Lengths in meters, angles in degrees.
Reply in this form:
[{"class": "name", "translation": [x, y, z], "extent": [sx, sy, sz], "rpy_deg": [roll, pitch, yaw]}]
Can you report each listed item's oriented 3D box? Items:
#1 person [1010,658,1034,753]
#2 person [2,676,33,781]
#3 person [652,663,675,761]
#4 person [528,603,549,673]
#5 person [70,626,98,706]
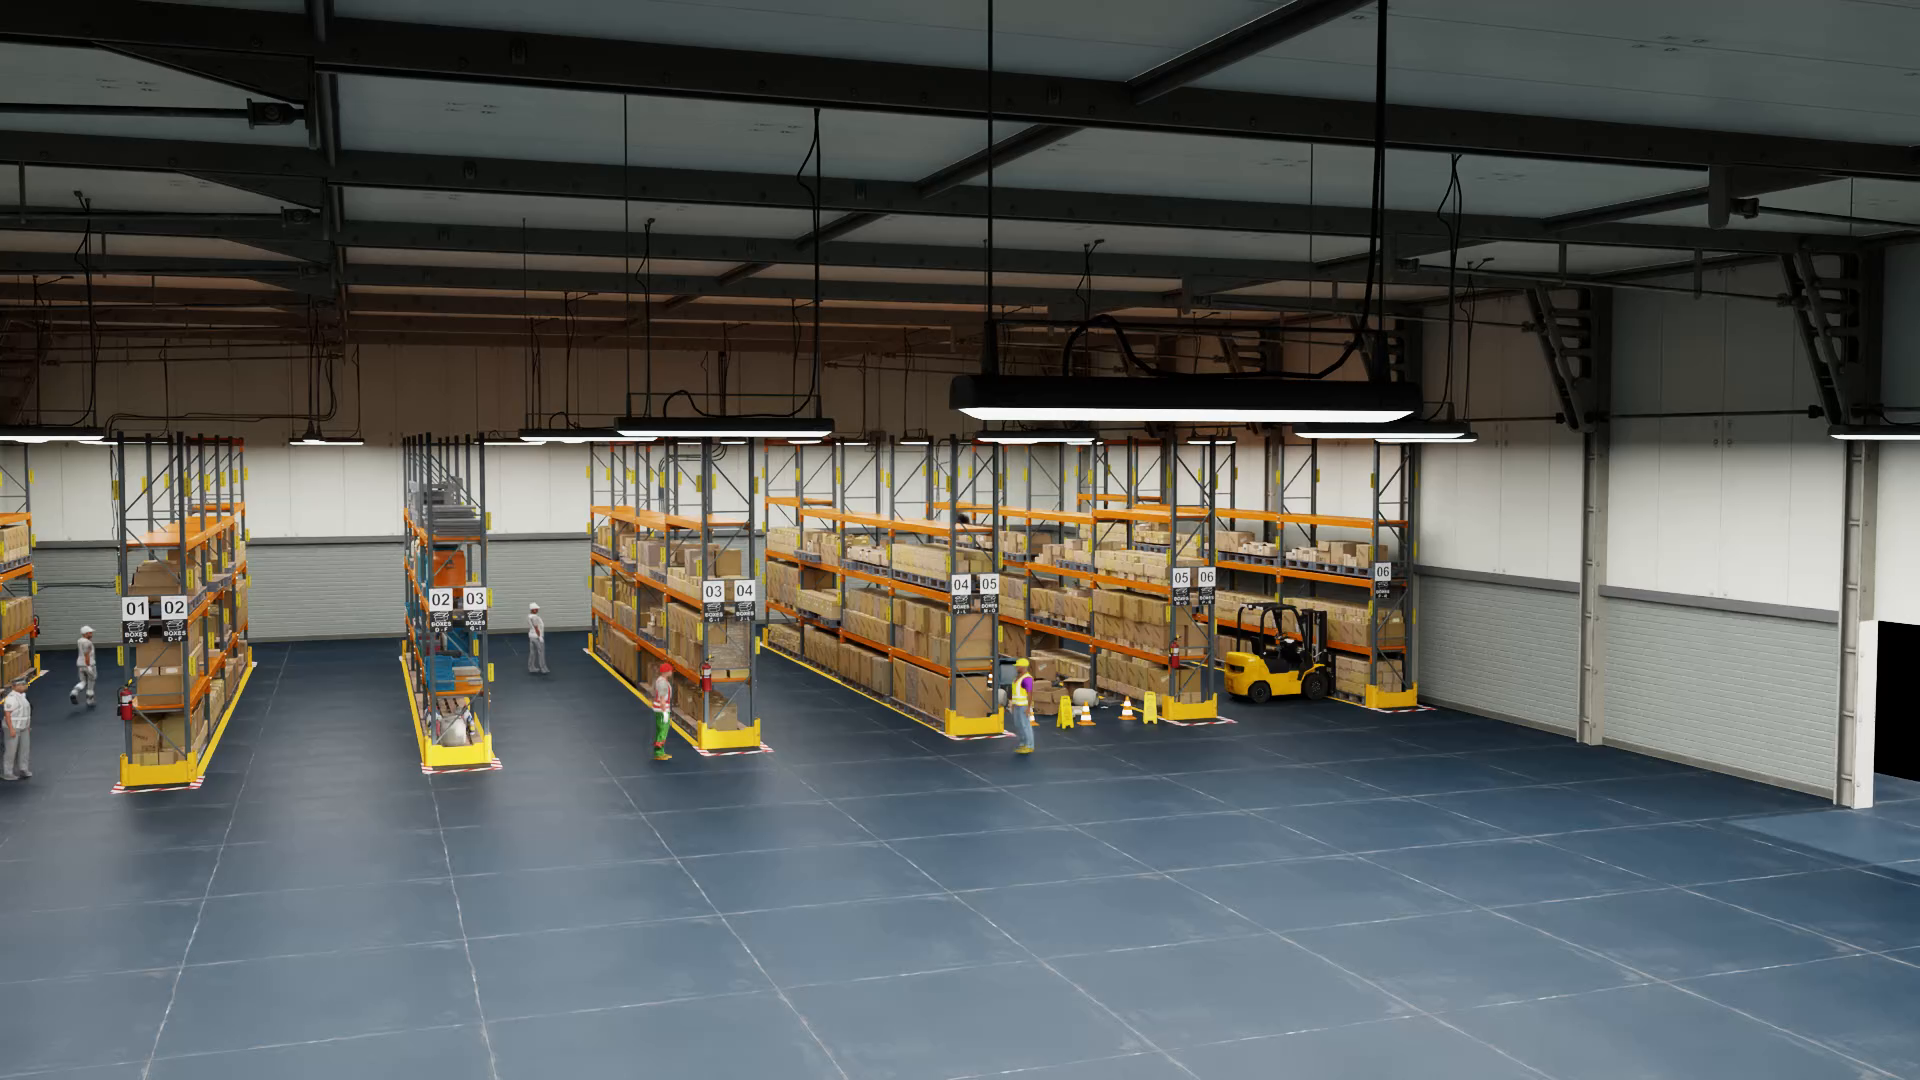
[{"class": "person", "translation": [1.173, 3.114, 31.194], "extent": [0.371, 1.799, 0.699], "rpy_deg": [-1, 3, -24]}, {"class": "person", "translation": [-16.345, 3.247, 28.823], "extent": [0.425, 1.781, 0.622], "rpy_deg": [0, 3, 3]}, {"class": "person", "translation": [-5.428, 3.139, 30.482], "extent": [0.418, 1.785, 0.603], "rpy_deg": [0, 3, -8]}, {"class": "person", "translation": [-10.716, 2.484, 42.232], "extent": [0.509, 1.776, 0.645], "rpy_deg": [-3, 4, -43]}, {"class": "person", "translation": [-19.319, 2.789, 36.674], "extent": [0.505, 1.779, 0.668], "rpy_deg": [1, 3, 19]}]
